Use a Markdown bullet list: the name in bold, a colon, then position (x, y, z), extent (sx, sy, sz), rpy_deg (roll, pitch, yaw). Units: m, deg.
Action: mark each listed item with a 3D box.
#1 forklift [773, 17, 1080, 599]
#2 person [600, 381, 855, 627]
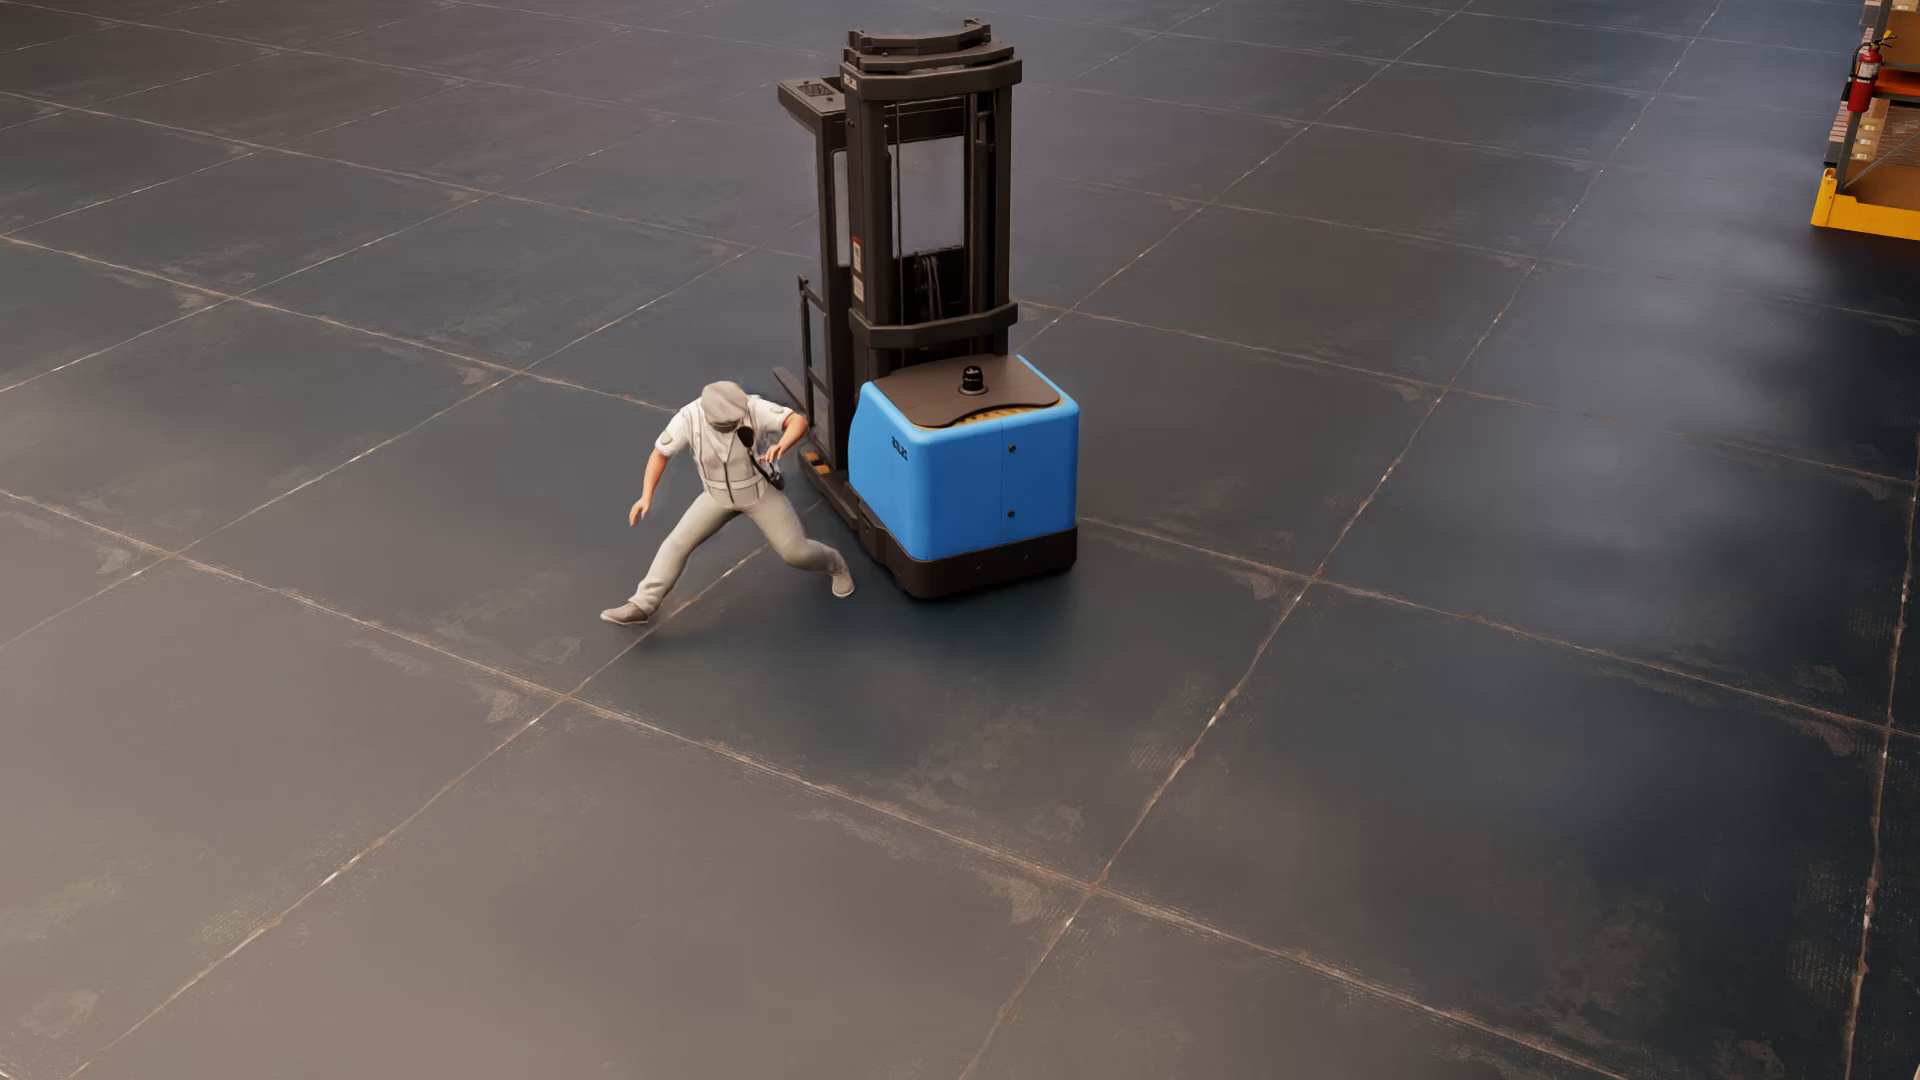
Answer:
- **forklift**: position (-0.385, -1.659, 9.945), extent (1.130, 2.935, 3.031), rpy_deg (-13, 32, -21)
- **person**: position (-1.256, -0.223, 8.987), extent (1.234, 1.428, 1.032), rpy_deg (5, 30, 8)
